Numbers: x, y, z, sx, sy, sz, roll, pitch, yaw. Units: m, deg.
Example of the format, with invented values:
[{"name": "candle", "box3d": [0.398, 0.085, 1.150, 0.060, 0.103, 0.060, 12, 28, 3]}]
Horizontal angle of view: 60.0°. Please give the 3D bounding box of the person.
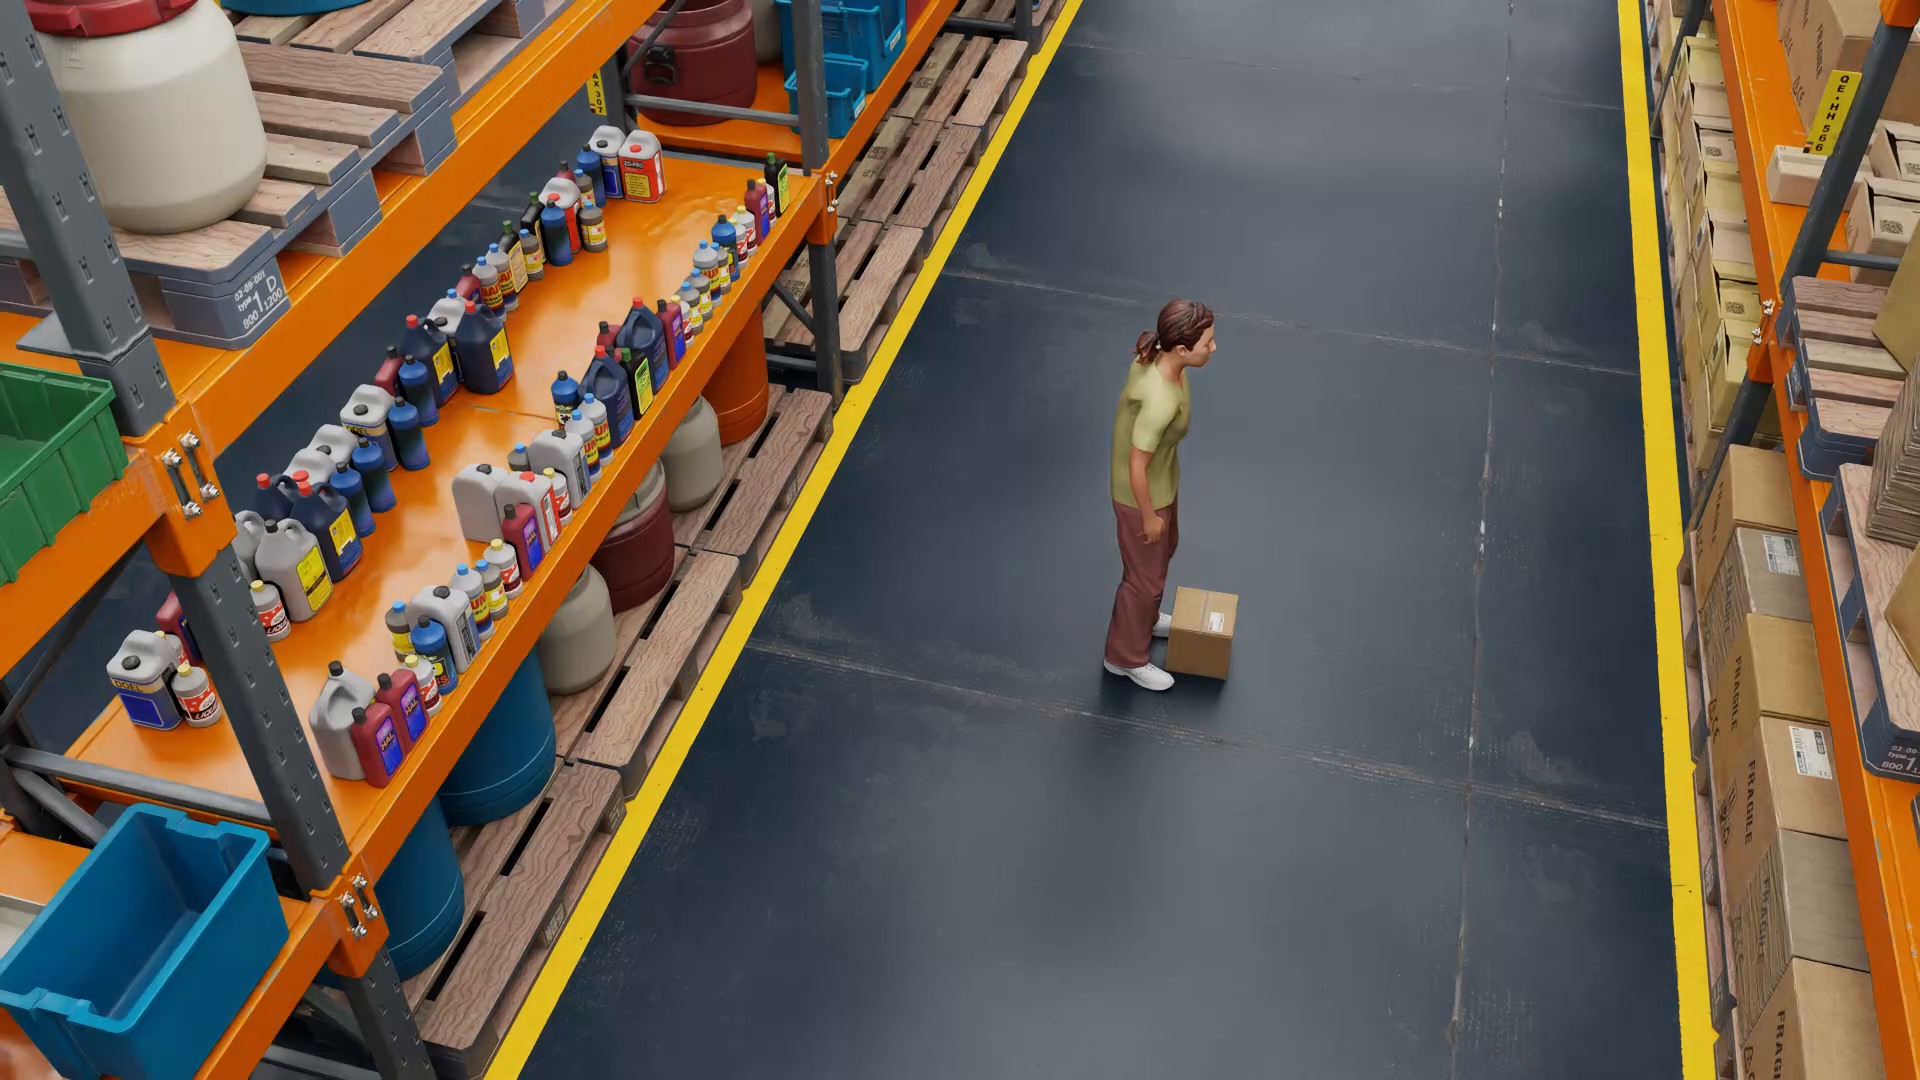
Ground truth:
[{"name": "person", "box3d": [0.750, -0.194, 6.382, 0.356, 1.672, 0.521, 8, 42, 9]}]
